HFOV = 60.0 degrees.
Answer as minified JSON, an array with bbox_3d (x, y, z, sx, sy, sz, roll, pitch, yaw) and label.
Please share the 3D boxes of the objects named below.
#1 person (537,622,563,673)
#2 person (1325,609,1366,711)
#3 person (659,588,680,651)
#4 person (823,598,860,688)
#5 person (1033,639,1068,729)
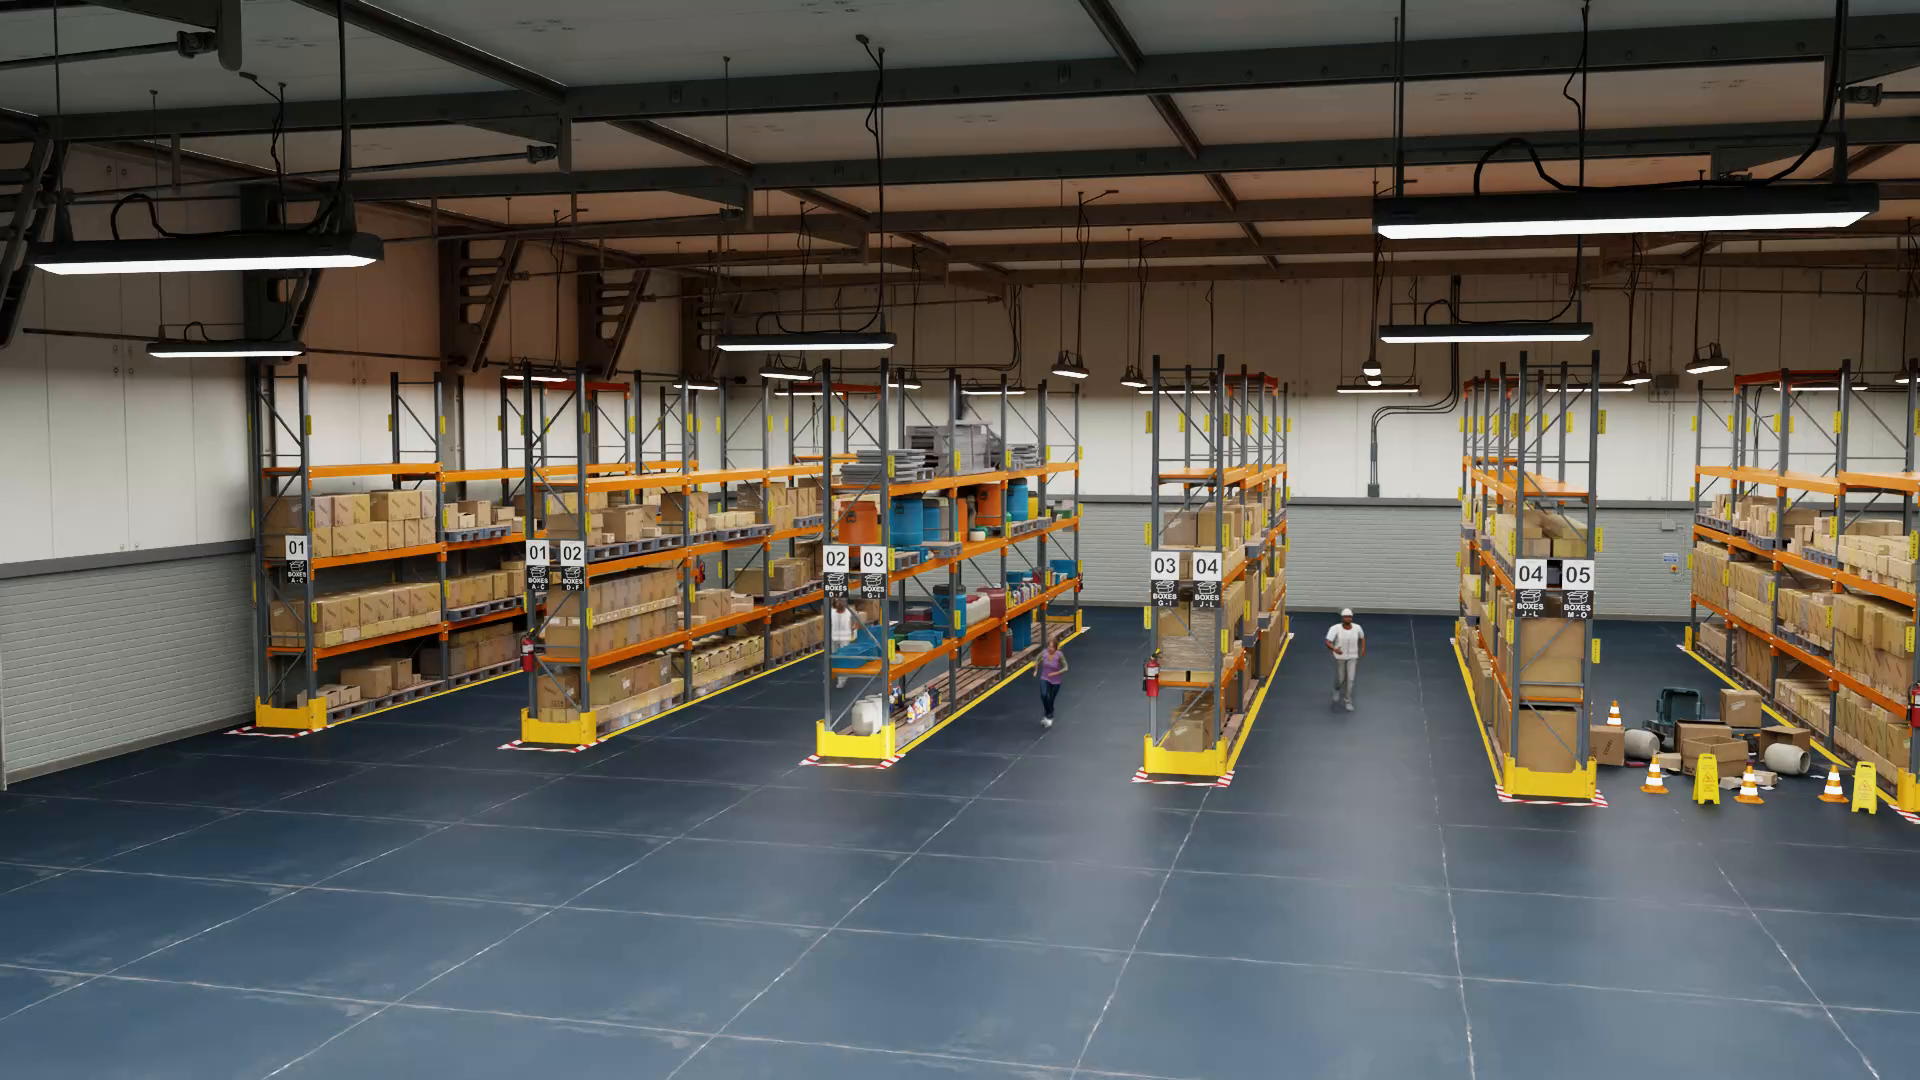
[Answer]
[{"bbox_3d":[-7.460,2.037,30.630,0.598,1.669,0.933,0,4,-3],"label":"person"},{"bbox_3d":[6.838,2.094,29.467,0.726,1.769,0.815,0,4,1],"label":"person"},{"bbox_3d":[-6.548,1.576,37.068,0.656,1.772,0.845,1,4,12],"label":"person"},{"bbox_3d":[-2.280,1.928,31.853,0.701,1.759,0.892,0,4,7],"label":"person"},{"bbox_3d":[1.512,2.354,27.678,0.594,1.500,0.779,0,4,6],"label":"person"}]
